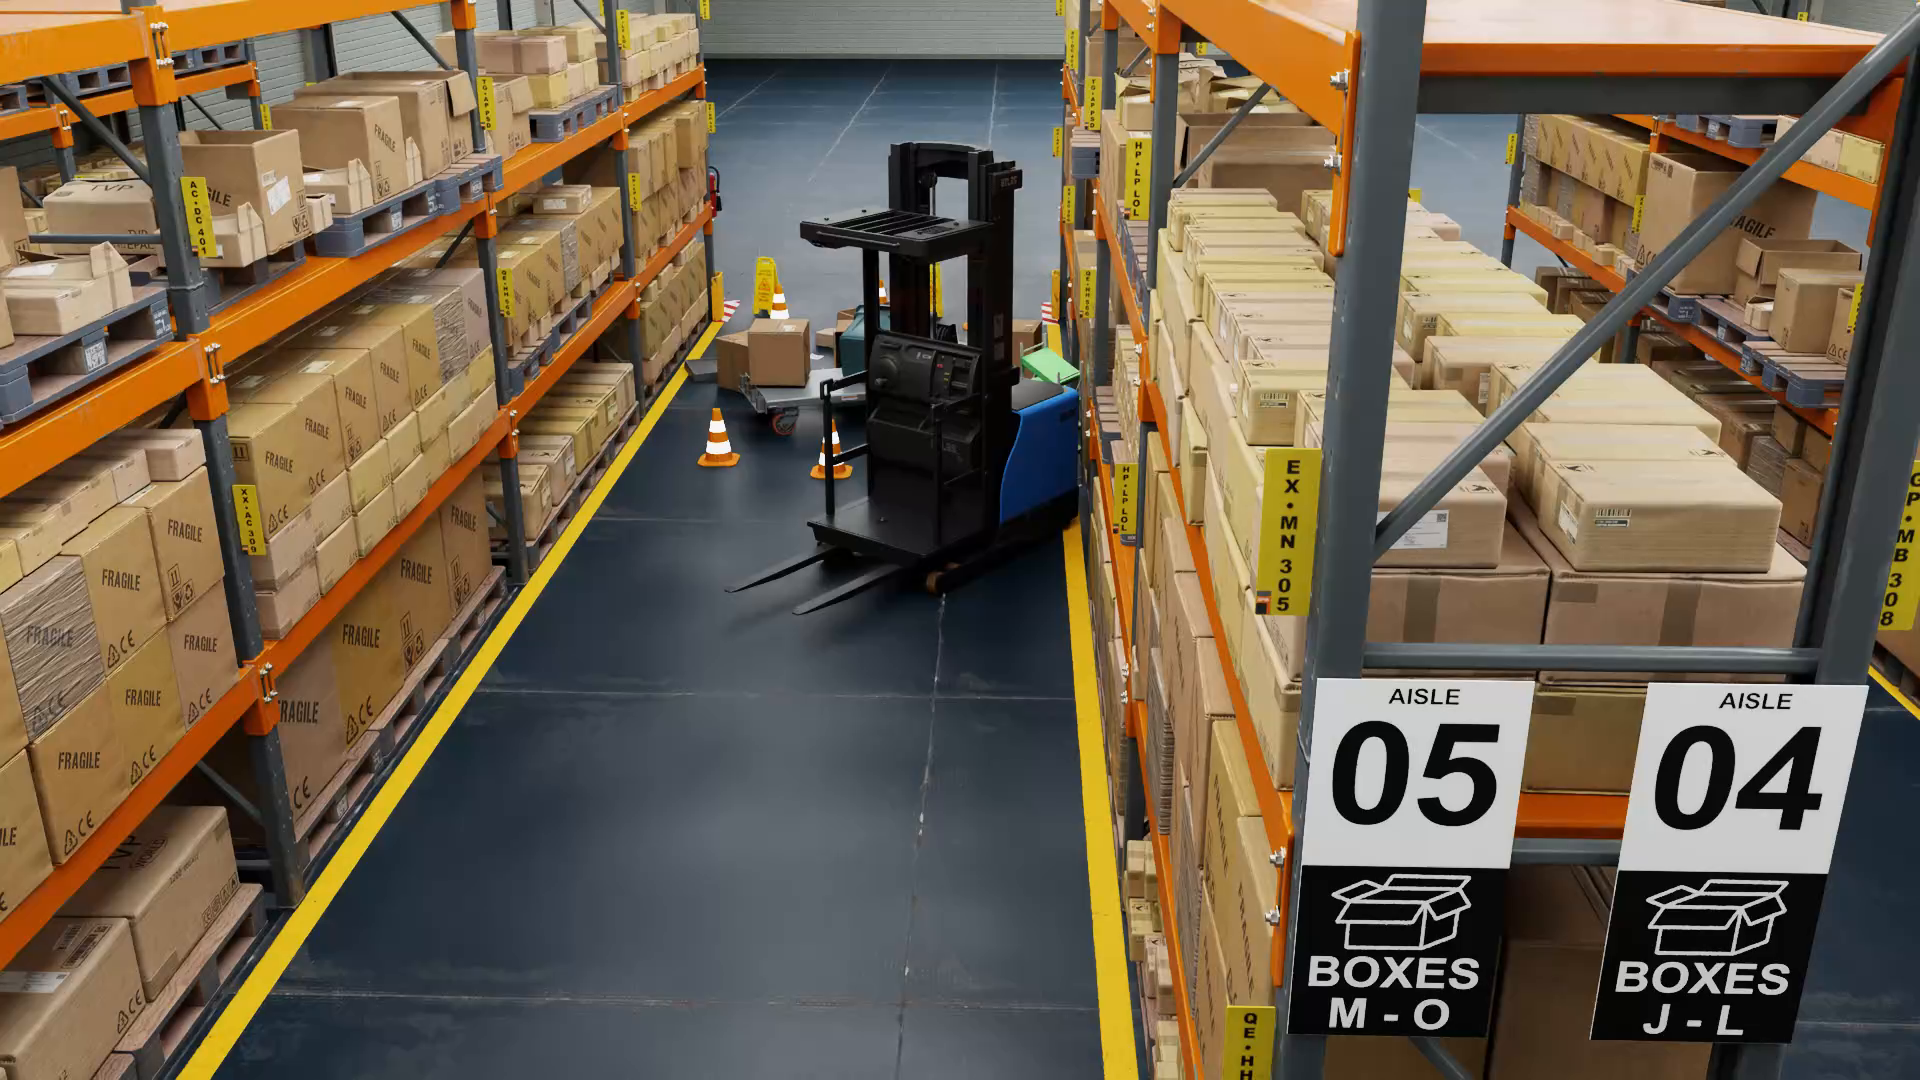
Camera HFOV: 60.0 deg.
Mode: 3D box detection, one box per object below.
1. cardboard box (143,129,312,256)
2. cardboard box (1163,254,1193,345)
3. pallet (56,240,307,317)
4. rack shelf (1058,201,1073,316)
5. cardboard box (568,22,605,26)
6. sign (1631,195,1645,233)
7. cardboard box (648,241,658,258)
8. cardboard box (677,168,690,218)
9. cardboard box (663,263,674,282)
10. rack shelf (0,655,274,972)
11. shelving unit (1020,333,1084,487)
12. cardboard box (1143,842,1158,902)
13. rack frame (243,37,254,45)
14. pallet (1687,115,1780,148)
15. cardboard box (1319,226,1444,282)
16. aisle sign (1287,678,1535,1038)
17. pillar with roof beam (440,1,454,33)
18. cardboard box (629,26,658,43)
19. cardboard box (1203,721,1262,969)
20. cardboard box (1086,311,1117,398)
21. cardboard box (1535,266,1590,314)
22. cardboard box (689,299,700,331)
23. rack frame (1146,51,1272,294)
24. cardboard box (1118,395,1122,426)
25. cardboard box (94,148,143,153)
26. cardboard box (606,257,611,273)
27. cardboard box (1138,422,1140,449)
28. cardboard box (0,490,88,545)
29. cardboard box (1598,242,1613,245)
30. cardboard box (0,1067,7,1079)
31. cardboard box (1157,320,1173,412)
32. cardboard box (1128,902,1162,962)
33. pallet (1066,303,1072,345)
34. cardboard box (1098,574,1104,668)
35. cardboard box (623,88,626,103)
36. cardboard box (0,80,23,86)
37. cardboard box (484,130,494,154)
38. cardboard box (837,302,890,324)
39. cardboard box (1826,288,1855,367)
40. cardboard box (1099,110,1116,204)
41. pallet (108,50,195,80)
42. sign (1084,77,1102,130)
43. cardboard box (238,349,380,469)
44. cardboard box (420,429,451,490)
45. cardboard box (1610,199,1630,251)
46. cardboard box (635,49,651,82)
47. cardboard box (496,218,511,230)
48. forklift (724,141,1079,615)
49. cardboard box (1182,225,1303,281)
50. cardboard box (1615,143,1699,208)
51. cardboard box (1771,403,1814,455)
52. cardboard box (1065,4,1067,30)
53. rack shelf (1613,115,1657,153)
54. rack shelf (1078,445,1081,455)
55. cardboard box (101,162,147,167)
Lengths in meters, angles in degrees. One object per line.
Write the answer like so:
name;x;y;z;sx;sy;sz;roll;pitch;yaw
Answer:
cardboard box;-3.359;-1.608;7.661;0.500;0.500;0.500;0;21;1
cardboard box;1.001;-0.844;5.926;0.500;0.250;0.500;1;21;1
pallet;-3.697;-1.293;7.832;0.805;0.209;1.217;0;21;-1
rack shelf;1.580;-2.914;16.887;1.077;0.370;4.000;1;21;2
cardboard box;-3.670;-5.062;16.527;0.380;0.149;0.250;1;21;3
sign;5.931;-2.842;14.510;0.100;0.325;0.005;1;21;2
cardboard box;-3.126;-2.815;15.984;0.380;0.149;0.250;1;21;3
cardboard box;-3.090;-3.615;17.149;0.500;0.500;0.500;1;21;1
cardboard box;-3.061;-2.648;16.495;0.380;0.149;0.250;2;21;5
rack shelf;-3.736;1.407;5.751;1.077;0.370;4.000;1;21;2
shelving unit;0.736;-0.987;13.182;0.258;1.200;0.503;-25;45;-23
cardboard box;0.990;1.443;7.200;0.380;0.149;0.250;2;21;4
rack frame;-8.272;-6.841;17.719;1.000;3.000;0.127;1;21;2
pallet;6.320;-3.149;12.611;1.213;0.211;1.003;1;21;2
cardboard box;1.450;-0.987;5.744;0.380;0.149;0.250;1;21;4
aisle sign;0.852;0.624;3.181;0.394;0.787;0.004;1;21;2
pillar with roof beam;-4.526;-10.890;28.156;9.100;9.000;0.400;1;21;2
cardboard box;-3.132;-4.871;16.033;0.380;0.149;0.250;1;21;3
cardboard box;0.934;0.810;4.364;0.500;0.500;0.500;0;21;0
cardboard box;1.142;-1.292;11.575;0.500;0.500;0.500;1;21;2
cardboard box;6.559;-2.686;18.181;0.500;0.500;0.500;5;22;12
cardboard box;-3.090;-2.422;17.845;0.500;0.250;0.500;1;21;2
rack frame;1.275;-2.431;6.353;1.000;3.000;0.127;1;21;2
cardboard box;1.166;-0.805;10.223;0.380;0.149;0.250;2;21;4
cardboard box;-8.643;-3.944;17.100;0.380;0.149;0.250;0;21;0
cardboard box;-3.197;-2.339;14.176;0.380;0.149;0.250;0;21;0
cardboard box;1.128;-0.511;8.645;0.380;0.149;0.250;0;21;0
cardboard box;-3.490;-0.076;6.161;0.380;0.149;0.250;0;21;1
cardboard box;6.306;-2.760;15.842;0.380;0.149;0.250;1;21;2
cardboard box;-3.857;2.223;5.616;0.875;0.438;0.875;1;21;3
cardboard box;0.991;-0.617;6.032;0.500;0.250;0.500;0;21;1
cardboard box;0.935;1.724;7.300;0.380;0.149;0.250;1;21;3
pallet;1.694;-2.383;18.378;1.003;0.211;1.213;1;21;2
cardboard box;1.098;0.510;9.943;0.500;0.500;0.500;0;21;0
cardboard box;-3.175;-3.937;14.729;0.380;0.149;0.250;0;21;1
cardboard box;-8.172;-3.932;13.775;0.500;0.311;0.500;0;21;0
cardboard box;-3.366;-2.638;11.220;0.396;0.266;0.258;1;21;2
cardboard box;-0.833;-2.164;17.410;0.797;0.503;0.637;-16;26;-35
cardboard box;6.328;-1.427;11.341;0.500;0.500;0.500;-2;21;-5
cardboard box;1.114;-2.322;10.081;0.500;0.500;0.500;1;21;2
pallet;-8.354;-4.703;16.480;1.003;0.211;1.213;1;21;2
sign;0.843;-2.765;10.539;0.100;0.325;0.005;1;21;2
cardboard box;-3.369;-0.686;8.630;0.500;0.500;0.500;0;21;0
cardboard box;-3.341;-0.476;9.815;0.500;0.250;0.500;0;21;1
cardboard box;6.599;-2.963;15.469;0.875;0.500;0.500;1;21;2
cardboard box;-3.139;-4.354;15.253;0.500;0.250;0.500;0;21;1
cardboard box;-3.781;-2.213;12.957;0.500;0.500;0.500;0;21;-1
forklift;-0.383;-1.186;11.534;1.130;2.935;3.031;16;26;35
cardboard box;0.978;-0.996;5.767;0.380;0.149;0.250;0;21;0
cardboard box;6.212;-3.252;14.833;0.500;0.500;0.500;1;21;2
cardboard box;6.348;-0.813;12.288;0.500;0.250;0.500;3;21;8
cardboard box;1.369;-5.510;17.515;0.500;0.250;0.500;1;21;2
rack shelf;6.534;-4.221;16.110;1.077;0.370;4.000;1;21;2
rack shelf;0.752;-0.756;13.378;0.258;0.148;0.480;-25;45;-23
cardboard box;-8.079;-3.571;16.140;0.380;0.149;0.250;0;21;1
